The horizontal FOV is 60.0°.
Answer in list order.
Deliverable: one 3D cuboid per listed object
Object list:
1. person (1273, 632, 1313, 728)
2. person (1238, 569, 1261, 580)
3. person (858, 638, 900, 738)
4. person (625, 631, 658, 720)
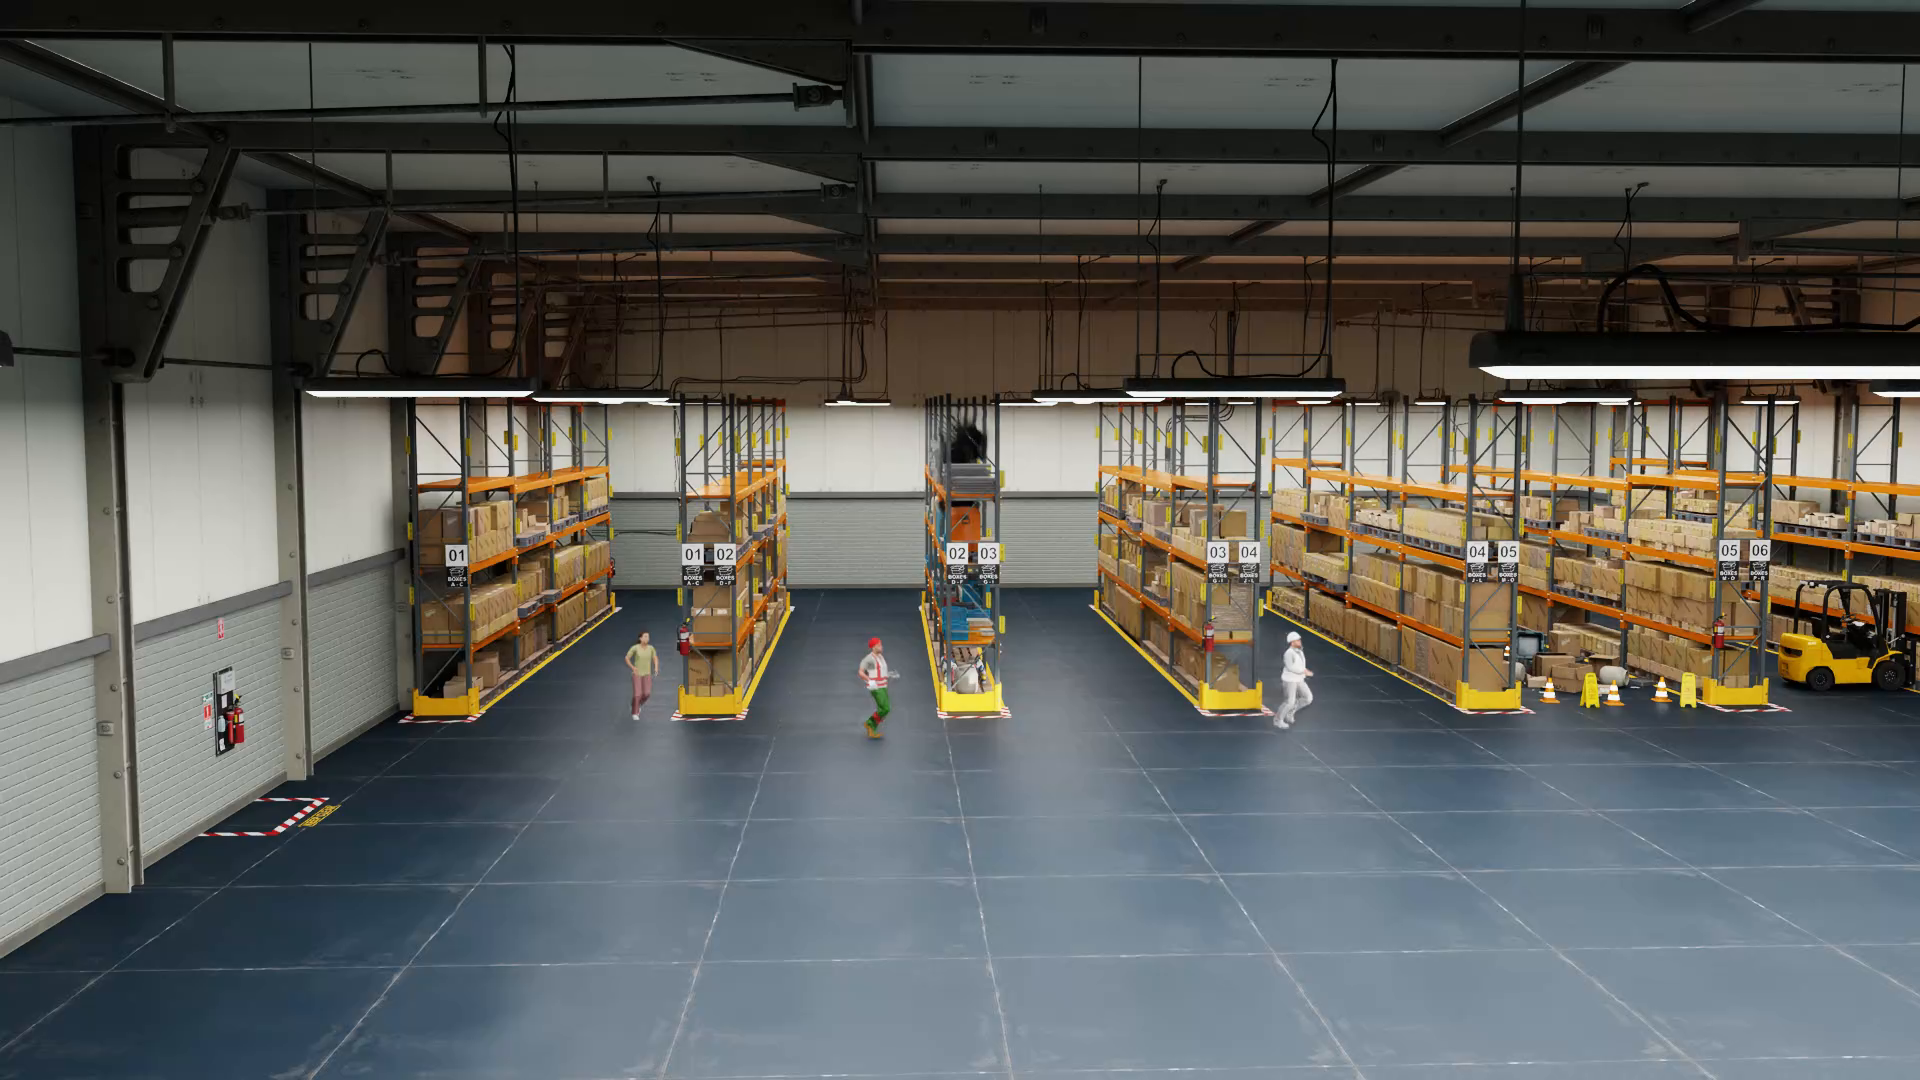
[{"bbox_3d":[6.001,2.500,29.753,0.757,1.730,0.679,4,6,38],"label":"person"},{"bbox_3d":[7.755,1.311,44.670,0.655,1.727,0.874,0,5,0],"label":"person"},{"bbox_3d":[-1.375,2.563,28.790,0.584,1.742,0.643,2,5,20],"label":"person"},{"bbox_3d":[-5.846,2.493,30.690,0.649,1.630,0.510,-3,5,-29],"label":"person"}]
